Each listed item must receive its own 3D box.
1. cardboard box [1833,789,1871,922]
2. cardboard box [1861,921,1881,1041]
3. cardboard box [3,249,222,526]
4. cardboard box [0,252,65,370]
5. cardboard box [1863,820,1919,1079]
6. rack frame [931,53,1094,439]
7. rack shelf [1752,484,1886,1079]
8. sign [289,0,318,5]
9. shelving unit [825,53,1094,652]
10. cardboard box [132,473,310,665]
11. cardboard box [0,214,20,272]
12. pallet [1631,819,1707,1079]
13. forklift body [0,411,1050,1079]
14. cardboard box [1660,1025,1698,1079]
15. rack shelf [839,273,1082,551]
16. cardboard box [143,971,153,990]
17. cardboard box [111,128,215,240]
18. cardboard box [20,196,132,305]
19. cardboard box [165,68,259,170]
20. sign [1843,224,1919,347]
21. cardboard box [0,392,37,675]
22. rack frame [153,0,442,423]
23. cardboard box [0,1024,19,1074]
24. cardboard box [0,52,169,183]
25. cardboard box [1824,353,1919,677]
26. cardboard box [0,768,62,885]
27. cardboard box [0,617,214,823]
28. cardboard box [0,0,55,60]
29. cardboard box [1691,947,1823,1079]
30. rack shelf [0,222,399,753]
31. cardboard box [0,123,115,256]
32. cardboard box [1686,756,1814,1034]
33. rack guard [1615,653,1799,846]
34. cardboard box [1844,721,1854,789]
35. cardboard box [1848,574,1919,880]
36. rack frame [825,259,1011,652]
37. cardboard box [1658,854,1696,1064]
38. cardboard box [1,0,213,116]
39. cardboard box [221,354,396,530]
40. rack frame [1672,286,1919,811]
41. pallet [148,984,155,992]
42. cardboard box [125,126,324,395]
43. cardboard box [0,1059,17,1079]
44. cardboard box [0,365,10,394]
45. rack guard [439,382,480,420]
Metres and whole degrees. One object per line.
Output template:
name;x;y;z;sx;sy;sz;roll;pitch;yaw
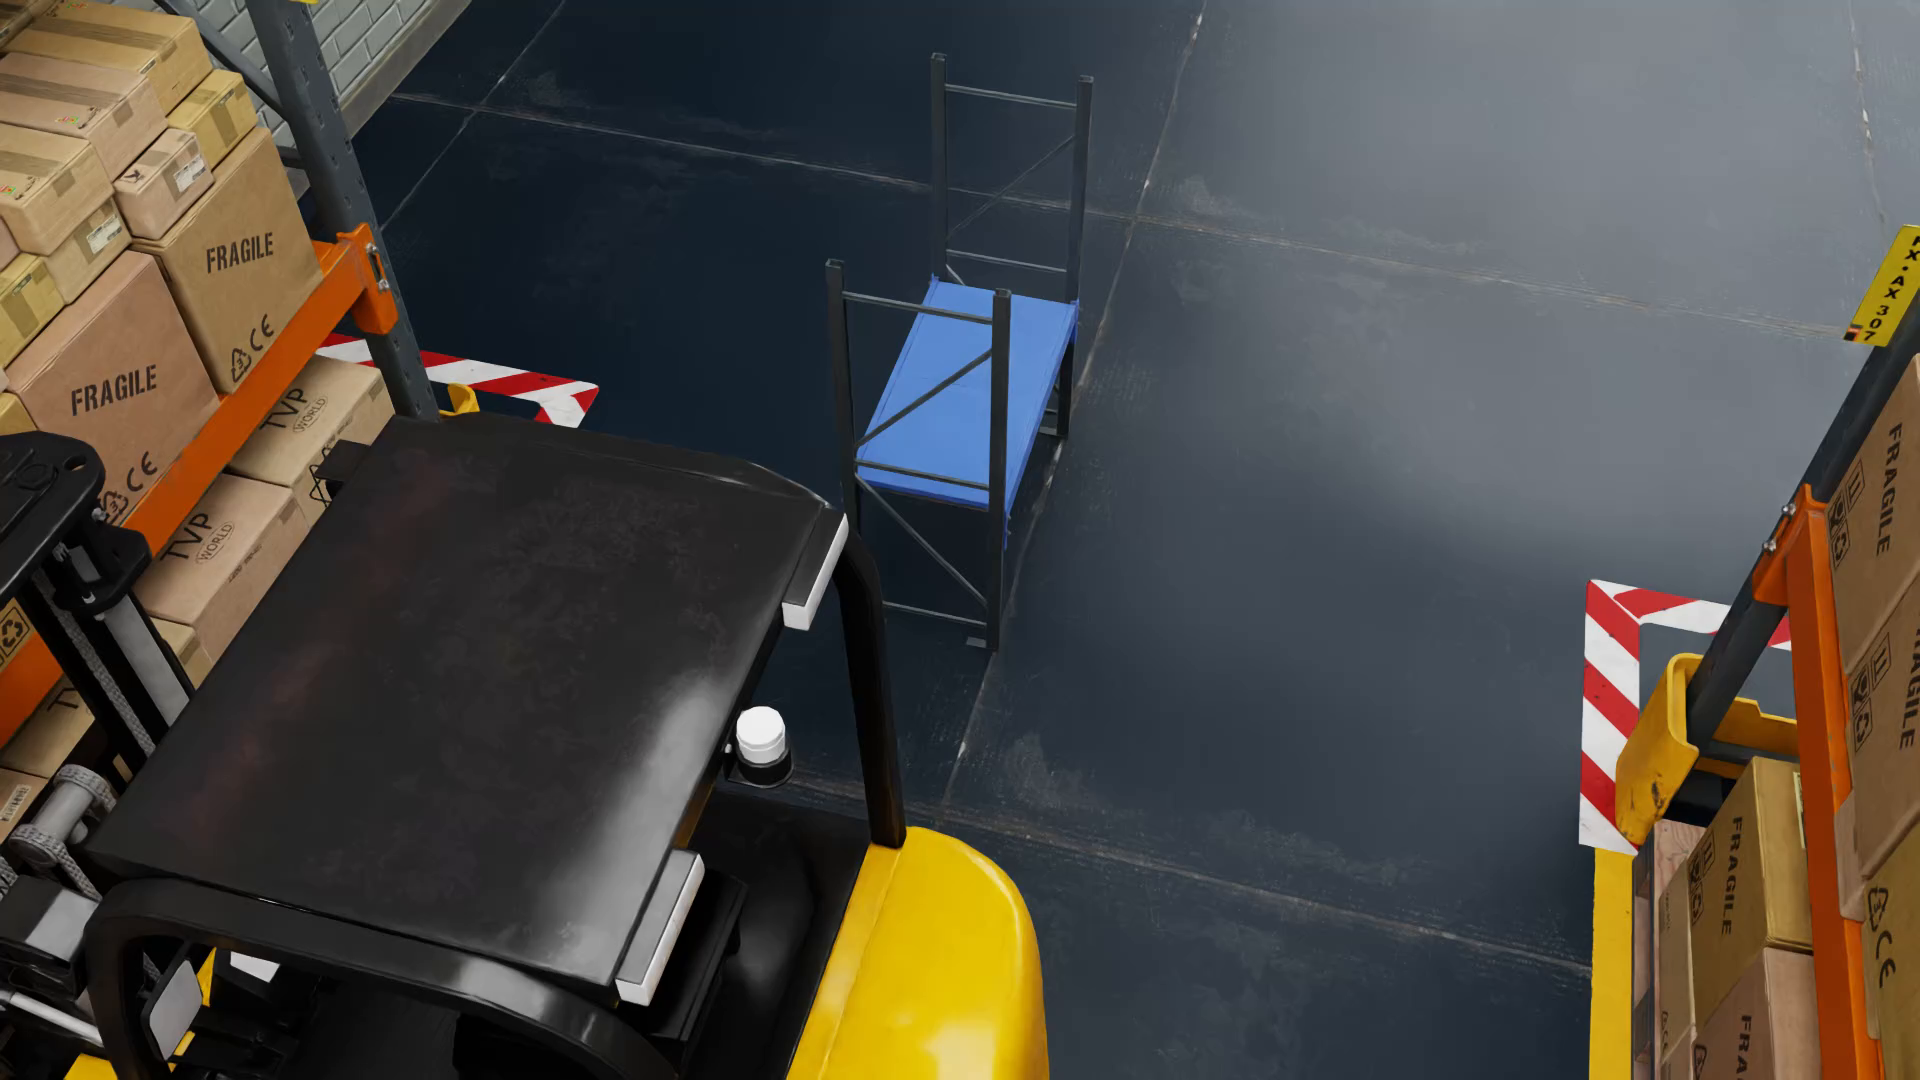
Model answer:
cardboard box;1.984;0.661;3.333;0.380;0.149;0.250;12;50;11
cardboard box;1.948;0.855;3.162;0.380;0.149;0.250;13;50;11
cardboard box;-2.227;-0.391;4.028;0.500;0.500;0.500;13;50;11
cardboard box;-2.268;-0.537;3.724;0.380;0.149;0.250;11;50;10
cardboard box;1.926;0.738;2.833;0.500;0.500;0.500;11;49;9
rack frame;0.156;-0.926;5.567;0.500;1.500;0.032;12;50;10
rack shelf;2.058;1.522;2.886;1.077;0.370;4.000;12;50;10
sign;-1.685;-1.484;4.128;0.100;0.325;0.005;12;50;10
shelving unit;0.022;-0.558;5.242;0.538;1.500;1.048;12;50;10
cardboard box;-2.154;0.066;4.578;0.500;0.250;0.500;12;50;11
cardboard box;-2.311;-0.640;3.617;0.380;0.149;0.250;12;50;10
pallet;2.317;1.396;4.377;1.003;0.211;1.213;12;50;10
forklift body;-0.944;0.873;3.545;2.313;2.155;1.214;12;50;10
cardboard box;1.964;1.505;3.975;0.500;0.250;0.500;13;50;11
rack shelf;0.022;-0.439;5.377;0.538;0.185;1.000;12;50;10
cardboard box;-2.419;1.132;4.304;0.500;0.250;0.500;13;50;11
cardboard box;-2.064;-0.890;4.036;0.380;0.149;0.250;12;50;11
cardboard box;-2.192;-0.714;3.881;0.380;0.149;0.250;12;50;11
cardboard box;-2.026;-1.081;4.204;0.380;0.149;0.250;12;50;11
sign;2.061;-0.556;3.662;0.100;0.325;0.005;12;50;10
cardboard box;-2.361;-0.020;3.701;0.500;0.500;0.500;11;49;9
rack frame;-2.205;-1.139;4.755;1.000;3.000;0.127;12;50;10
cardboard box;-2.425;0.979;4.105;0.500;0.250;0.500;11;50;10
cardboard box;-2.131;-1.000;3.934;0.380;0.149;0.250;12;50;10
cardboard box;2.193;-0.006;3.490;0.500;0.500;0.500;11;49;9
cardboard box;-2.418;0.798;3.932;0.500;0.250;0.500;11;49;9
cardboard box;-2.277;0.433;4.254;0.500;0.250;0.500;12;50;11
cardboard box;-2.499;-1.285;4.185;0.380;0.149;0.250;11;49;9
cardboard box;1.967;1.286;3.668;0.500;0.500;0.500;10;49;9
rack shelf;-2.731;0.546;3.748;1.077;0.370;4.000;12;50;10
cardboard box;-2.174;-0.805;3.763;0.380;0.149;0.250;13;50;11
cardboard box;2.100;0.907;4.003;0.500;0.500;0.500;10;49;9
rack guard;2.565;0.720;4.781;1.175;0.500;0.348;12;50;10
cardboard box;2.095;0.487;3.487;0.380;0.149;0.250;10;49;9
cardboard box;2.059;0.369;3.158;0.500;0.500;0.500;13;50;11
rack frame;-0.111;-0.190;4.918;0.500;1.500;0.032;12;50;10
cardboard box;2.106;1.137;4.299;0.500;0.250;0.500;11;50;10
cardboard box;-2.096;-1.185;4.097;0.380;0.149;0.250;12;50;10
cardboard box;-2.025;-0.304;4.905;0.500;0.250;0.500;13;50;11
rack frame;2.585;-0.162;3.893;1.000;3.000;0.127;12;50;10
pallet;-2.689;1.225;4.528;1.003;0.211;1.213;12;50;10
cardboard box;-2.081;-0.764;4.357;0.500;0.500;0.500;11;49;9
cardboard box;-2.558;1.345;3.783;0.500;0.250;0.500;11;50;10
cardboard box;-2.293;-0.335;3.546;0.380;0.149;0.250;10;49;9
rack guard;-2.199;-0.329;5.707;1.175;0.500;0.348;12;50;10
